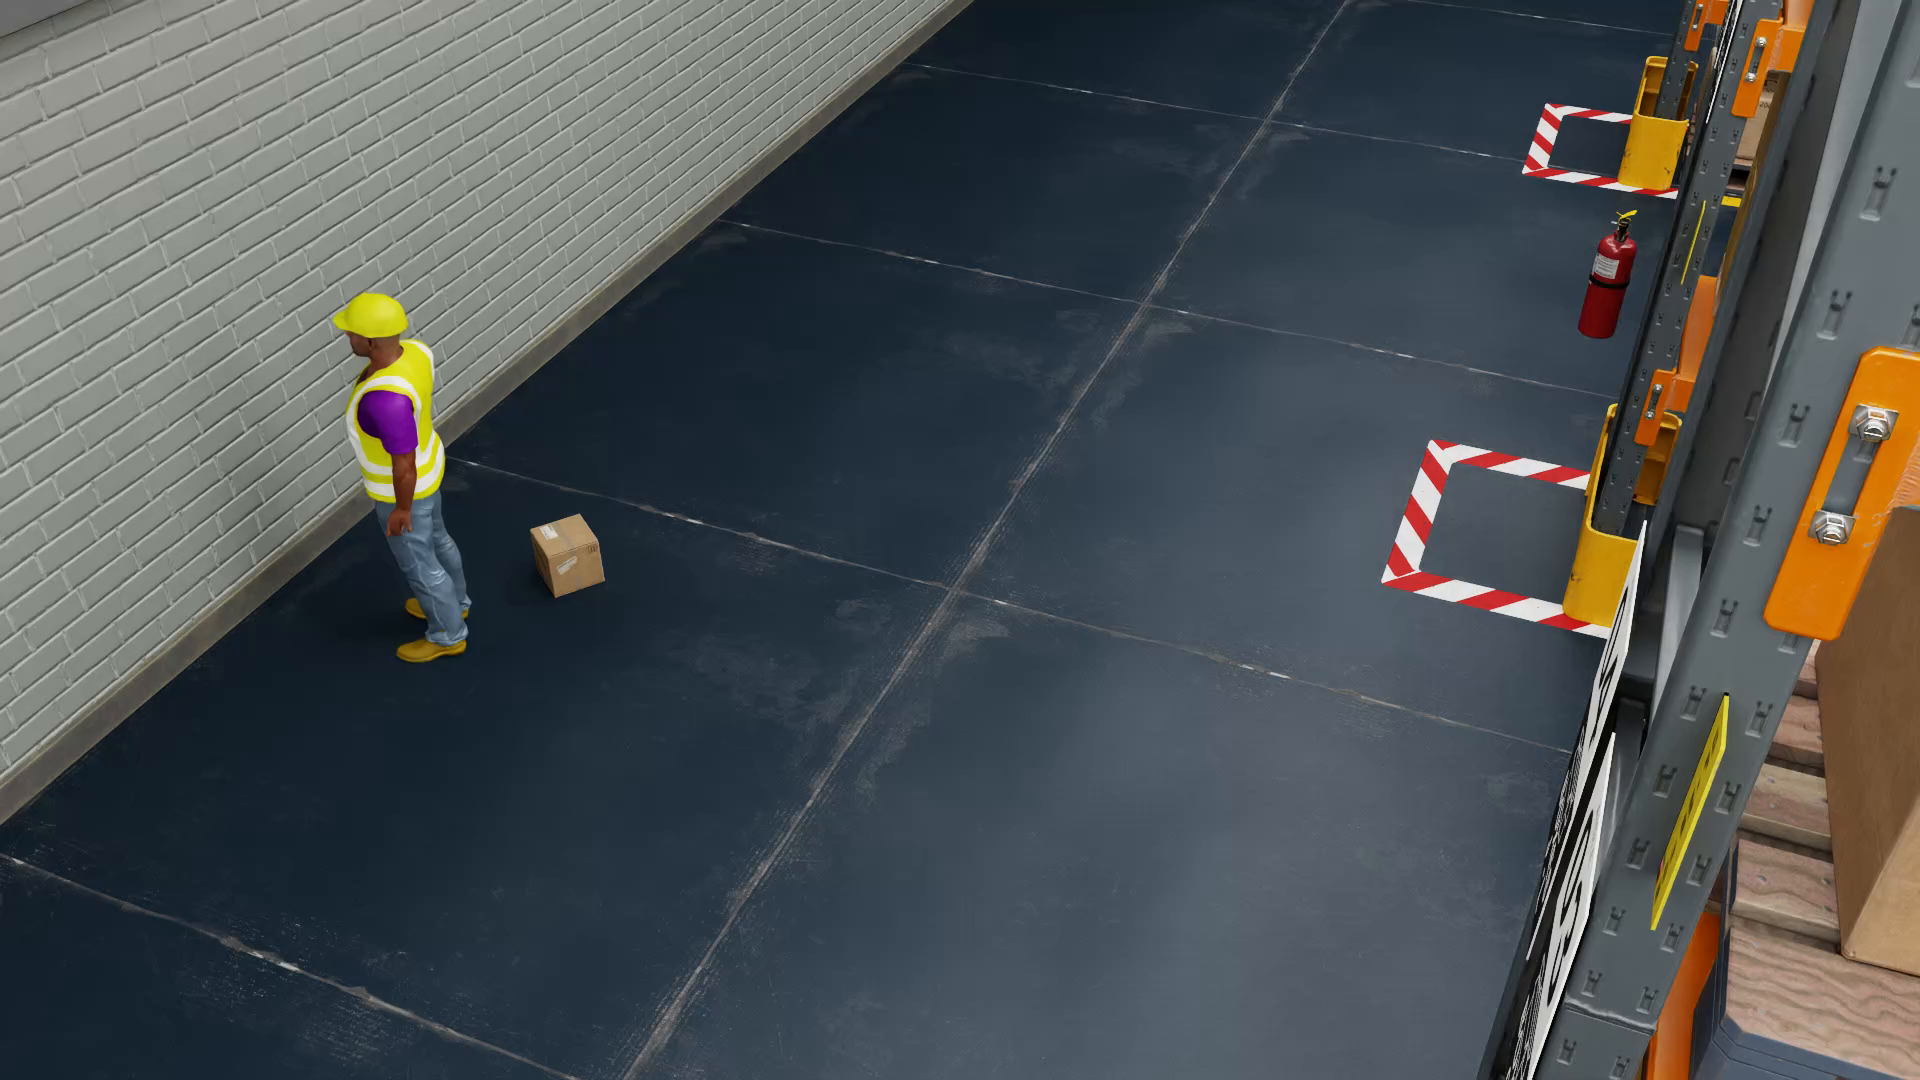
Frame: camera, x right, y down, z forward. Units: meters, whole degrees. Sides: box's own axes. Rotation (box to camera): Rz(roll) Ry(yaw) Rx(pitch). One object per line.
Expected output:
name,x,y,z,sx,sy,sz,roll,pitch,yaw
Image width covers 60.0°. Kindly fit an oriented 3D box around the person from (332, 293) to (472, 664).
person,-2.393,-0.265,7.147,0.389,1.771,0.564,-3,37,-4
